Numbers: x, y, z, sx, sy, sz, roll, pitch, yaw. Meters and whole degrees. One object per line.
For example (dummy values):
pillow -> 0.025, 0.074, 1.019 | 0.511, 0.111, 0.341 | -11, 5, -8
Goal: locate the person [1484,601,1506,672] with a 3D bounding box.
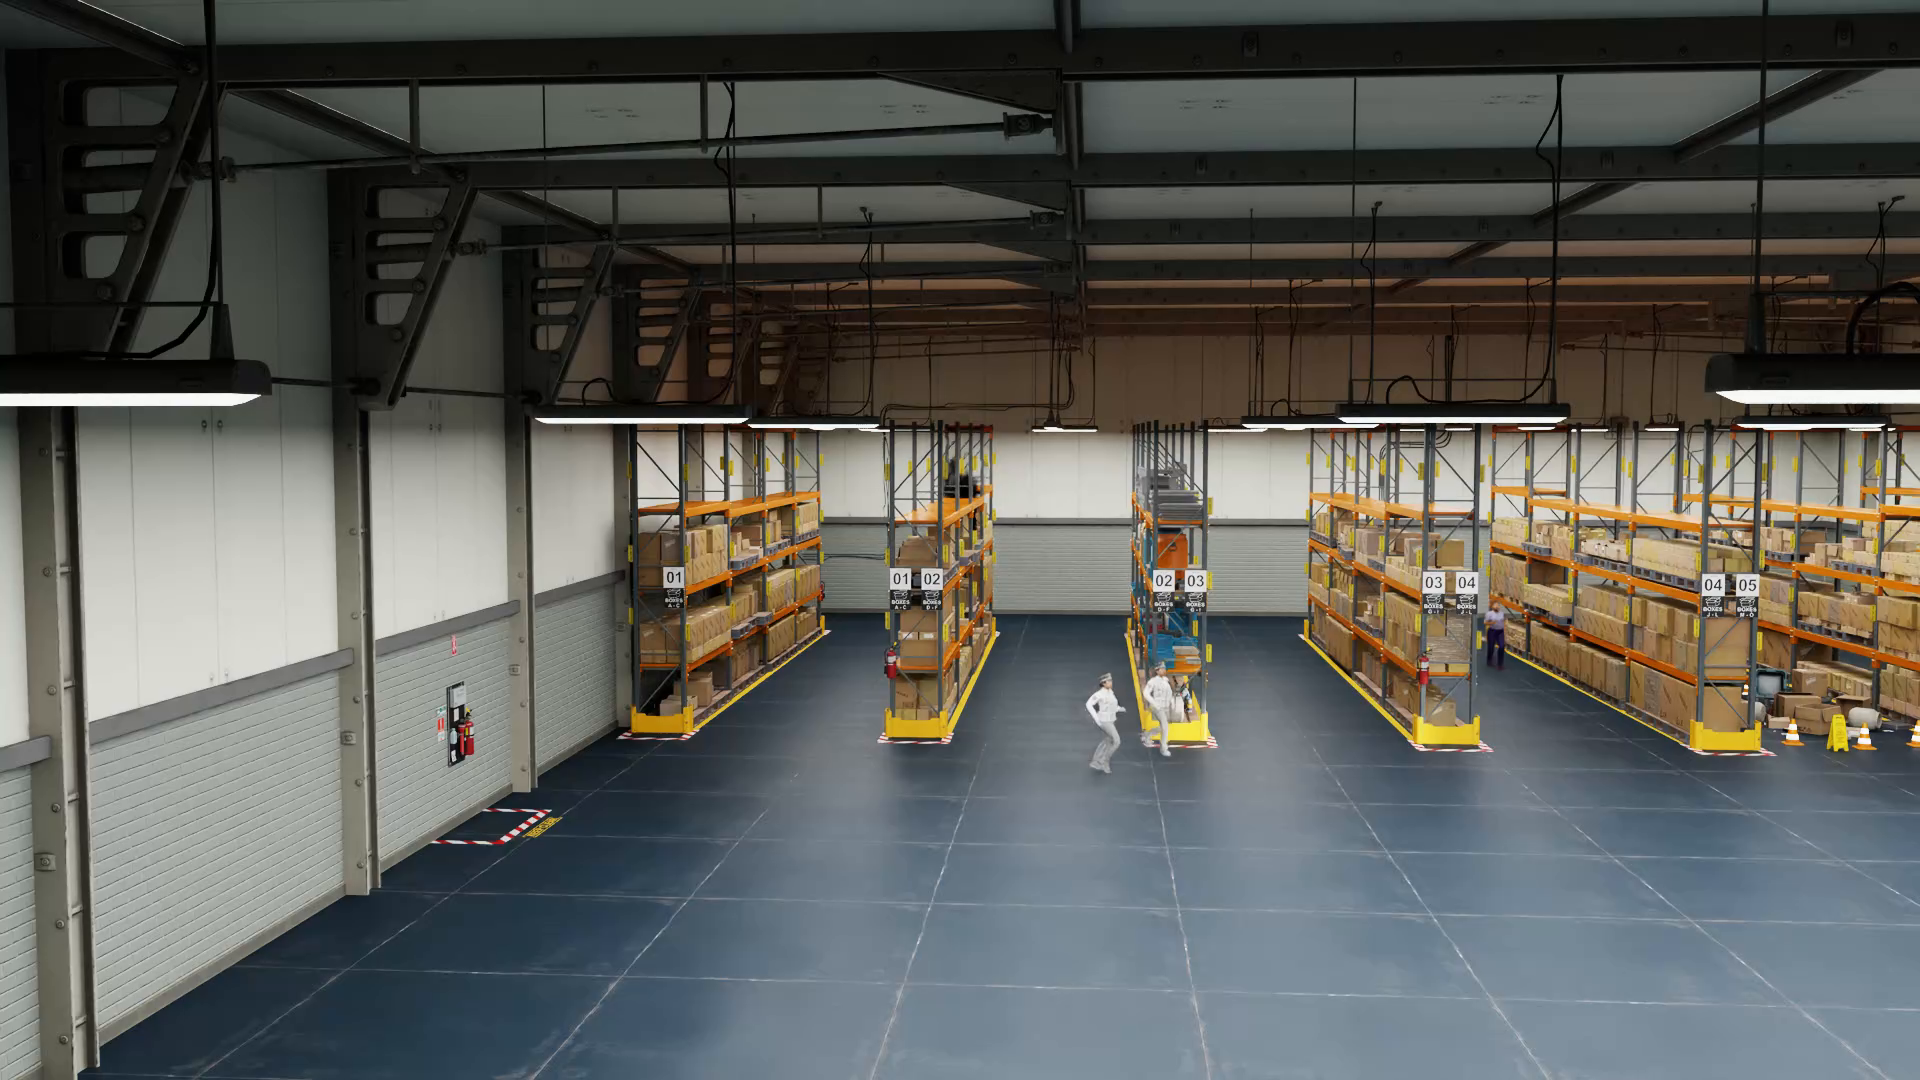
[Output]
person -> 13.047, 2.327, 40.515 | 0.596, 1.687, 0.793 | 0, 4, 4

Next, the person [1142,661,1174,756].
person -> 3.560, 3.014, 29.913 | 0.713, 1.693, 0.665 | 4, 5, 45

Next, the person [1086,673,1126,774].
person -> 2.497, 3.096, 28.135 | 0.678, 1.697, 0.583 | 2, 4, 28
